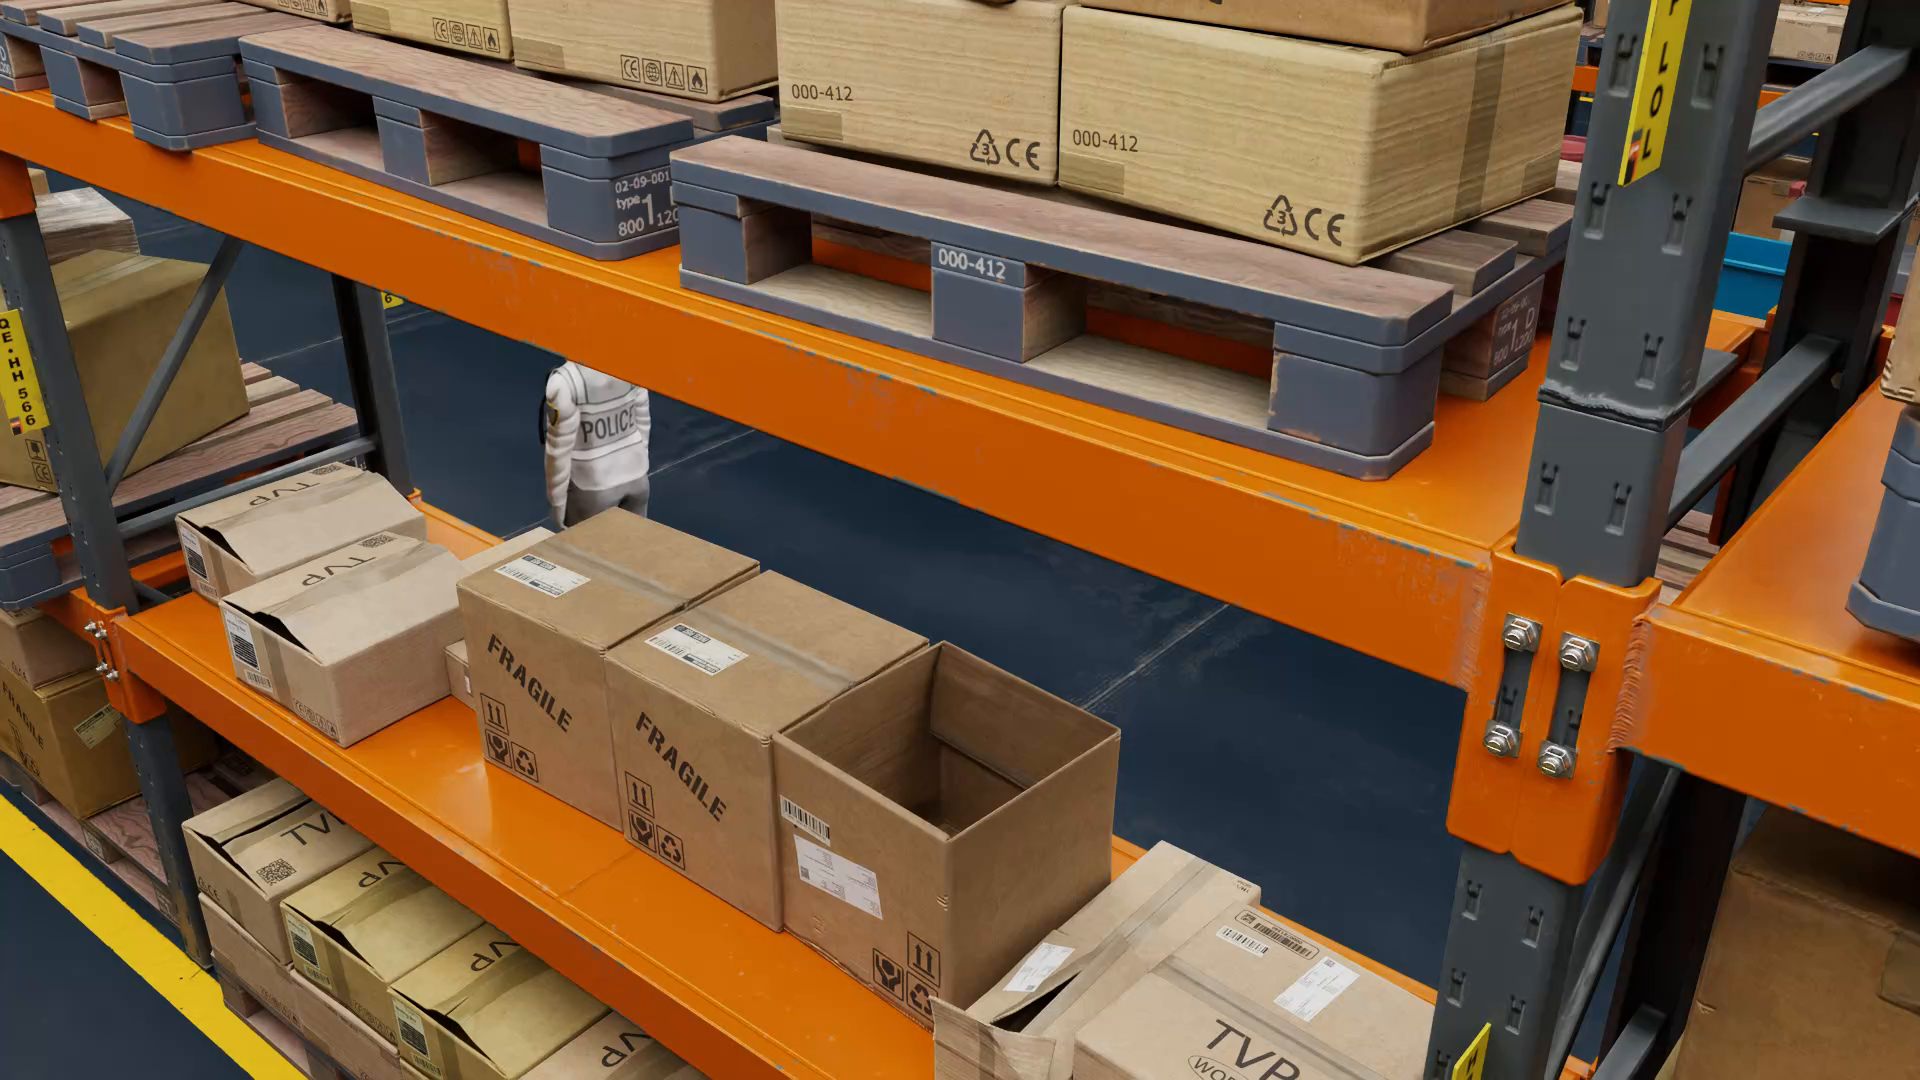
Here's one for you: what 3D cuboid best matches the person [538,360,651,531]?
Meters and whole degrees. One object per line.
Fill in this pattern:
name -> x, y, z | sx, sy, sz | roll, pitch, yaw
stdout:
person -> -1.411, -0.200, 6.509 | 0.329, 1.669, 0.468 | 22, 35, 35
